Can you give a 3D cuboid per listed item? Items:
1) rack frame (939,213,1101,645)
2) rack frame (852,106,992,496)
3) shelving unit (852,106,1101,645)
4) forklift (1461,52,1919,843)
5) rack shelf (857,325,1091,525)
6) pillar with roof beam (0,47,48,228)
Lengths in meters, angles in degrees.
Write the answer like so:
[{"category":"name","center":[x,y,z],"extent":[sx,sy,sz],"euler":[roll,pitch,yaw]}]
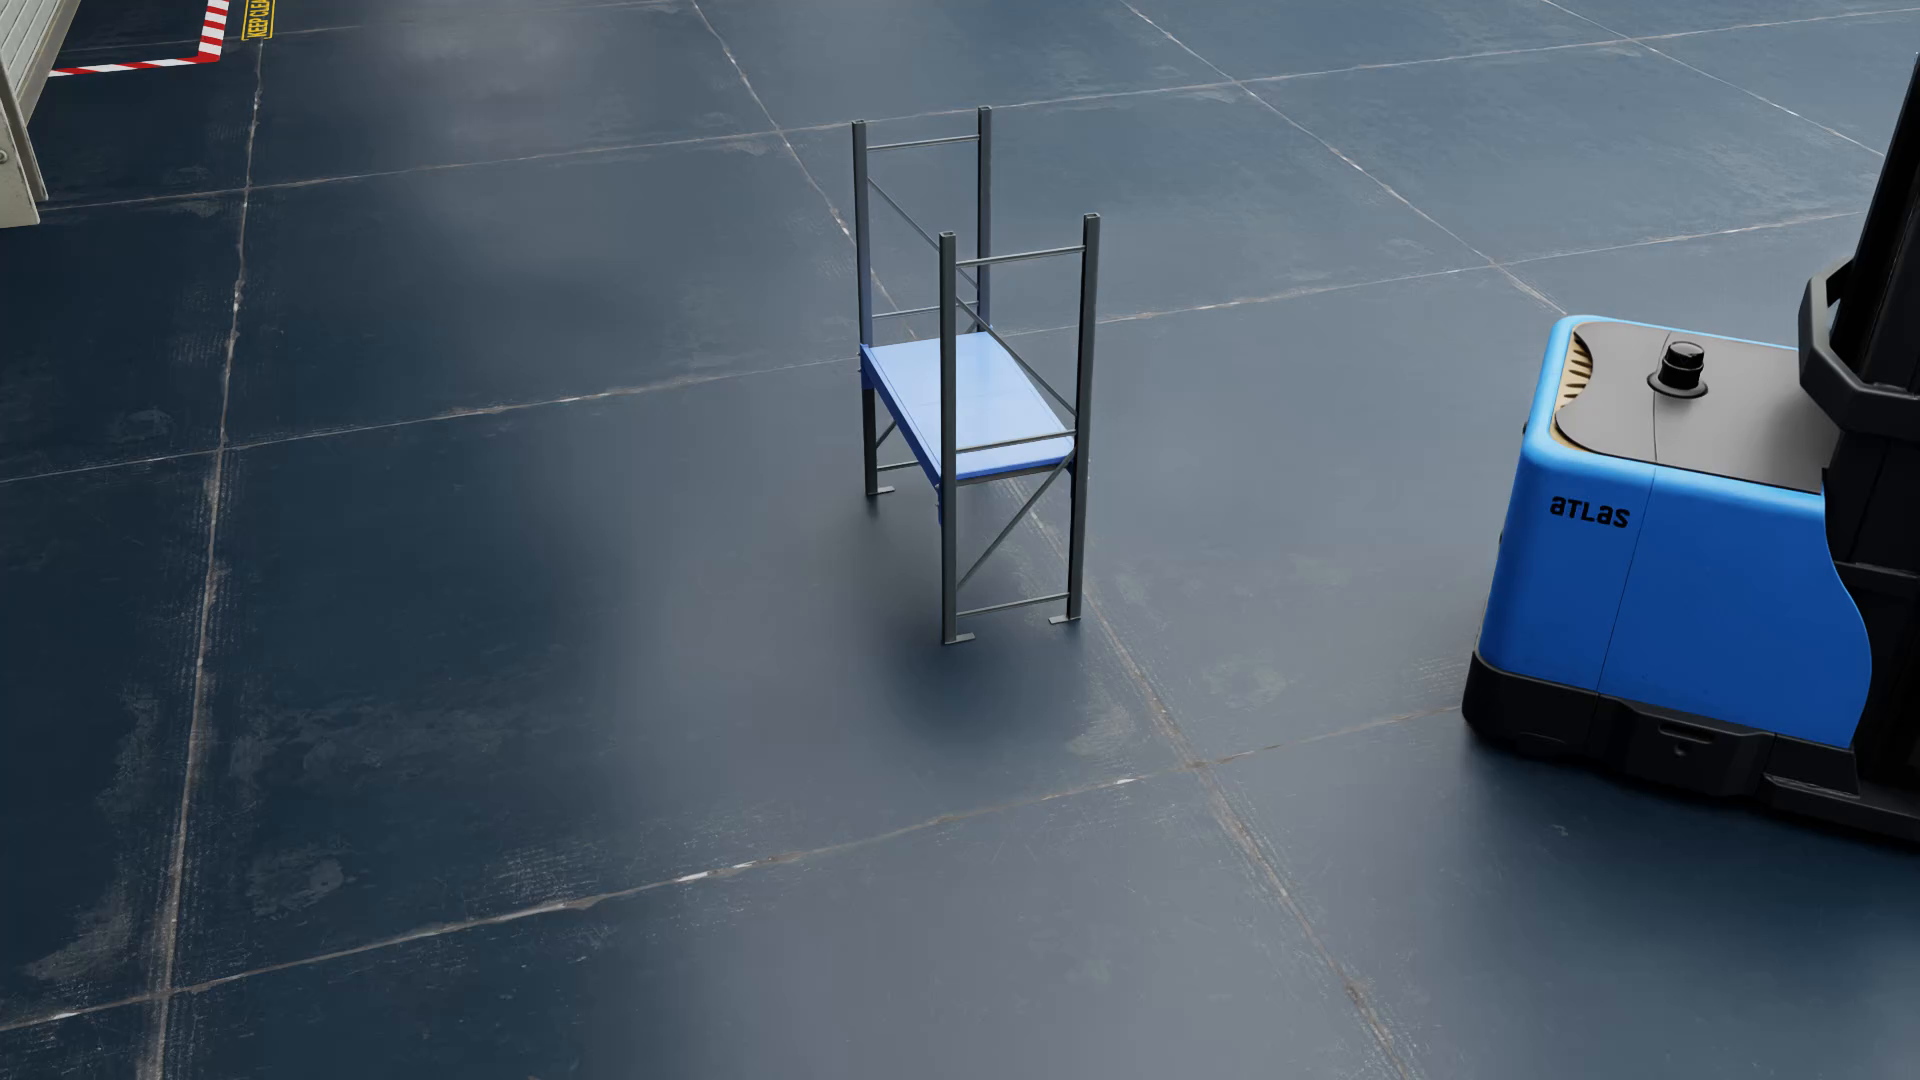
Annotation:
[{"category":"rack frame","center":[0.181,-0.314,5.365],"extent":[0.500,1.500,0.032],"euler":[-10,35,-15]},{"category":"rack frame","center":[-0.129,-0.848,6.173],"extent":[0.500,1.500,0.032],"euler":[-10,35,-15]},{"category":"shelving unit","center":[0.026,-0.581,5.769],"extent":[0.538,1.500,1.048],"euler":[-10,35,-15]},{"category":"forklift","center":[3.164,-0.528,4.390],"extent":[3.031,2.935,1.130],"euler":[13,36,18]},{"category":"rack shelf","center":[0.026,-0.431,5.868],"extent":[0.538,0.185,1.000],"euler":[-10,35,-15]},{"category":"pillar with roof beam","center":[-0.969,-6.224,7.507],"extent":[9.100,9.000,0.400],"euler":[-10,35,-15]}]
